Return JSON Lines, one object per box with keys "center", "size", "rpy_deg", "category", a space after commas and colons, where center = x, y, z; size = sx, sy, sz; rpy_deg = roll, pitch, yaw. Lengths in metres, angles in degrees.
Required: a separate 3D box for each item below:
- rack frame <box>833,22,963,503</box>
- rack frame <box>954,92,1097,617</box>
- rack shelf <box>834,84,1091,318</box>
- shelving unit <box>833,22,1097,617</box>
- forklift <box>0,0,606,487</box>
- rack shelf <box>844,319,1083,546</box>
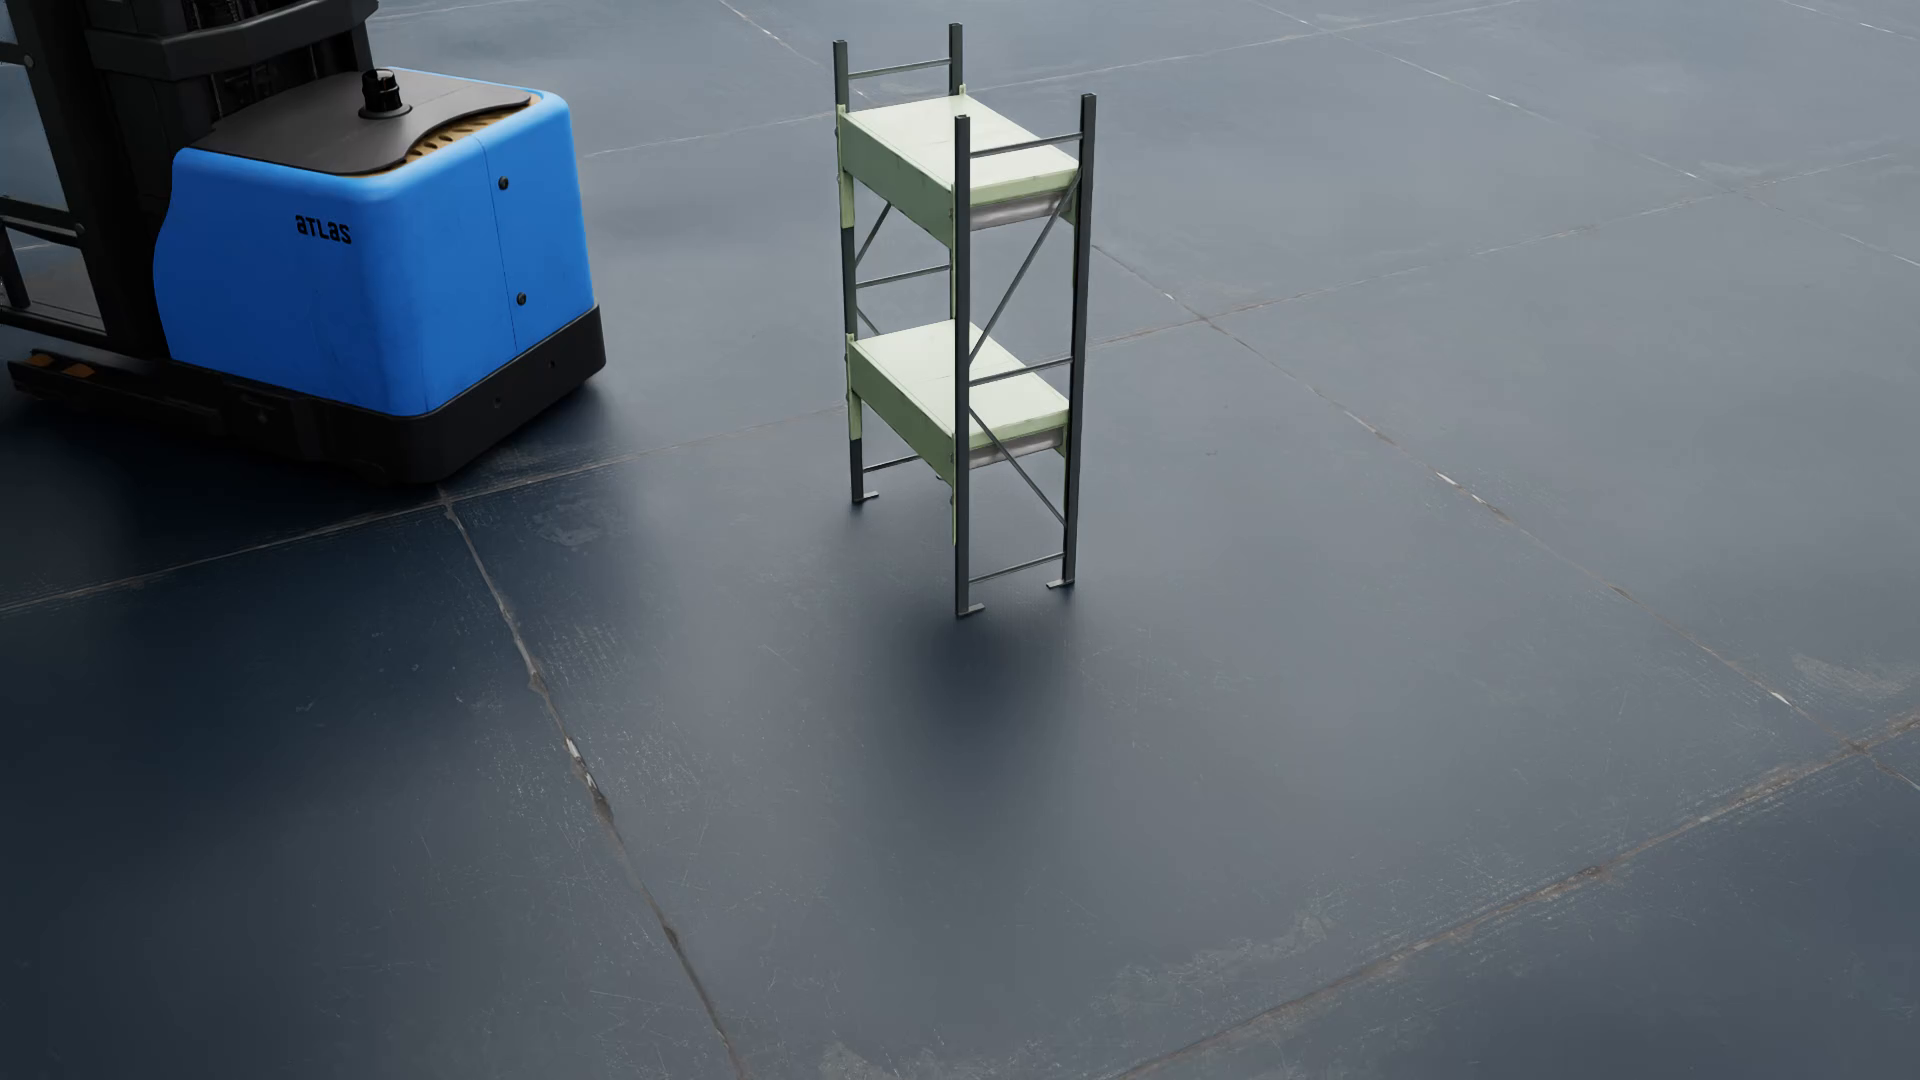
{"center": [-0.174, -0.809, 5.123], "size": [0.400, 1.500, 0.023], "rpy_deg": [-16, 36, -23], "category": "rack frame"}
{"center": [0.168, -0.460, 4.578], "size": [0.400, 1.500, 0.023], "rpy_deg": [-16, 36, -23], "category": "rack frame"}
{"center": [-0.003, -0.963, 4.640], "size": [0.431, 0.370, 0.720], "rpy_deg": [-16, 36, -23], "category": "rack shelf"}
{"center": [-0.003, -0.635, 4.850], "size": [0.431, 1.500, 0.755], "rpy_deg": [-16, 36, -23], "category": "shelving unit"}
{"center": [-2.864, -1.938, 5.557], "size": [3.031, 2.935, 1.130], "rpy_deg": [14, 35, 21], "category": "forklift"}
{"center": [-0.003, -0.360, 5.026], "size": [0.431, 0.370, 0.720], "rpy_deg": [-16, 36, -23], "category": "rack shelf"}
